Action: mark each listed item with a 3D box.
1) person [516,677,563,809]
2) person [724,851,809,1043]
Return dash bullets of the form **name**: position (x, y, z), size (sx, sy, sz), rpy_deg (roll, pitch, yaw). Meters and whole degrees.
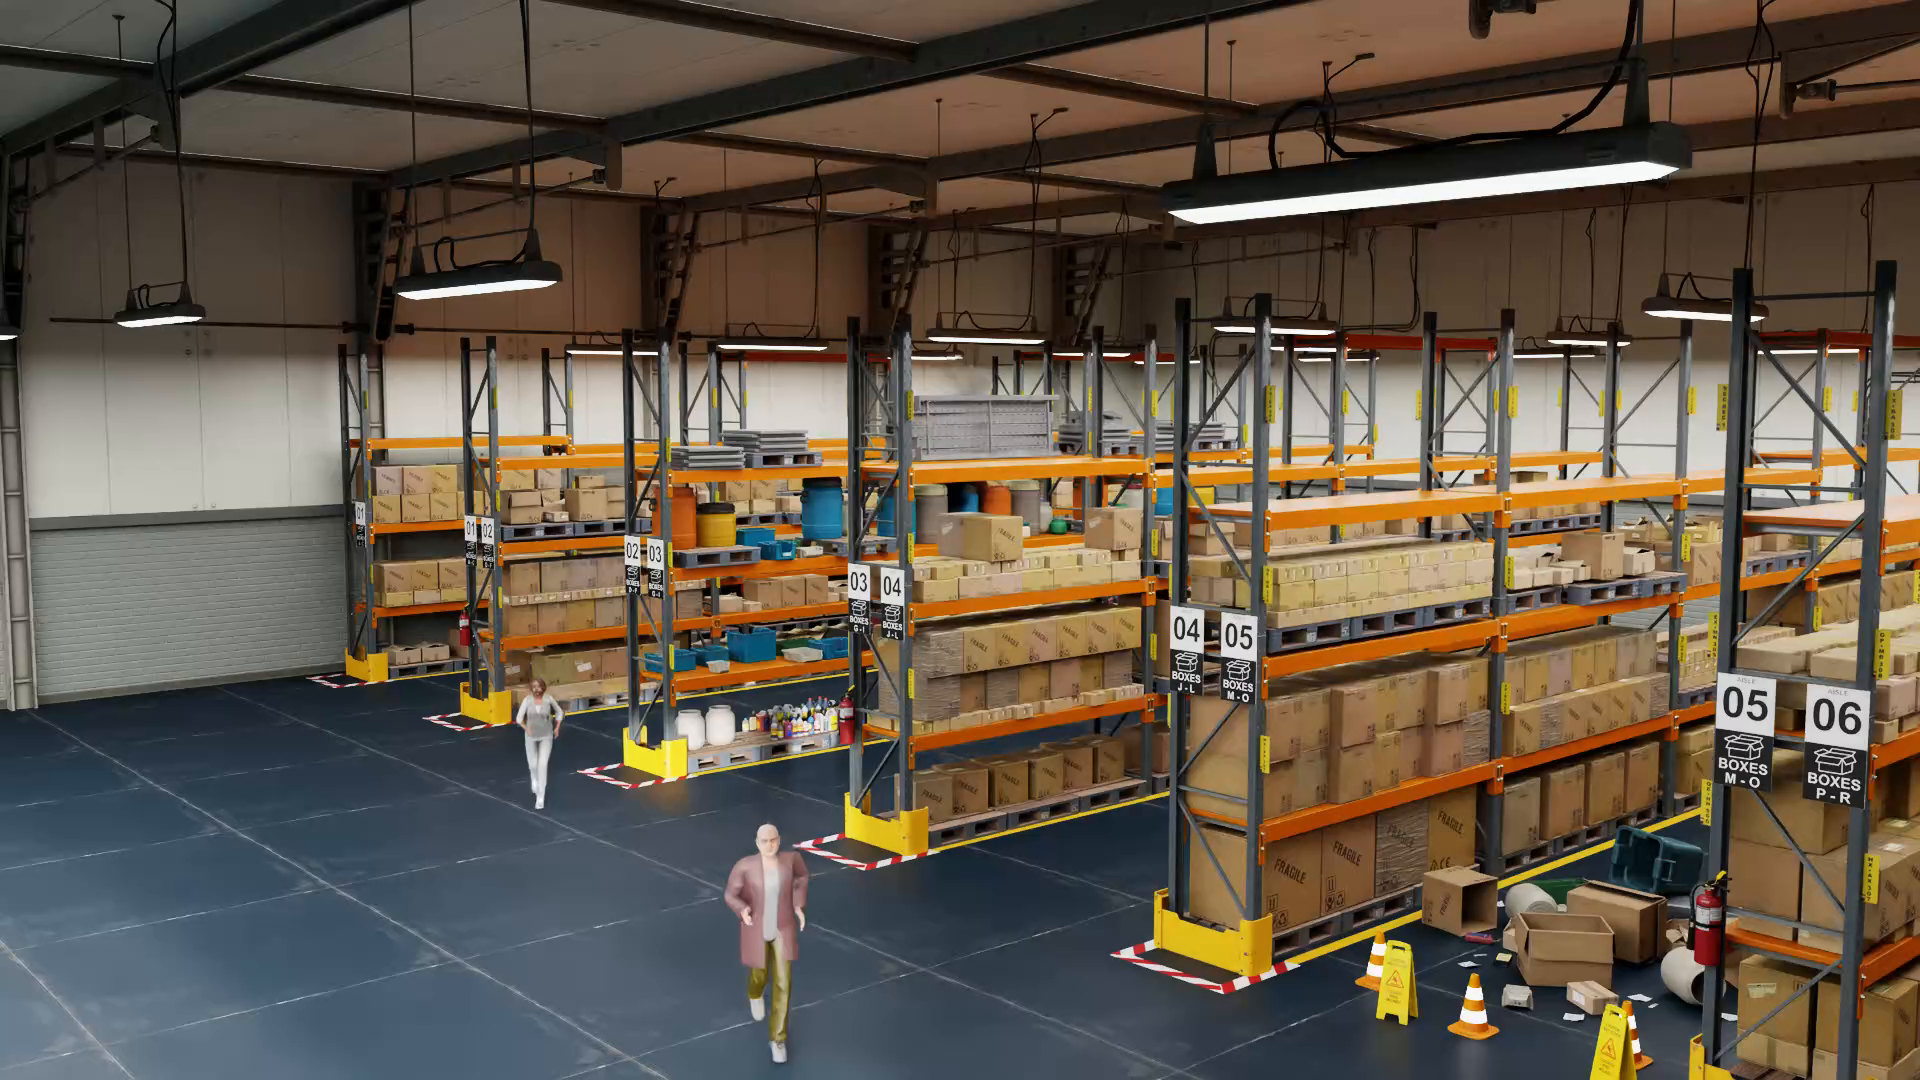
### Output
- **person**: position (-5.277, 2.514, 20.895), size (0.566, 1.594, 0.745), rpy_deg (-1, 5, -10)
- **person**: position (-1.527, 3.147, 13.210), size (0.689, 1.480, 0.836), rpy_deg (-1, 5, -12)
